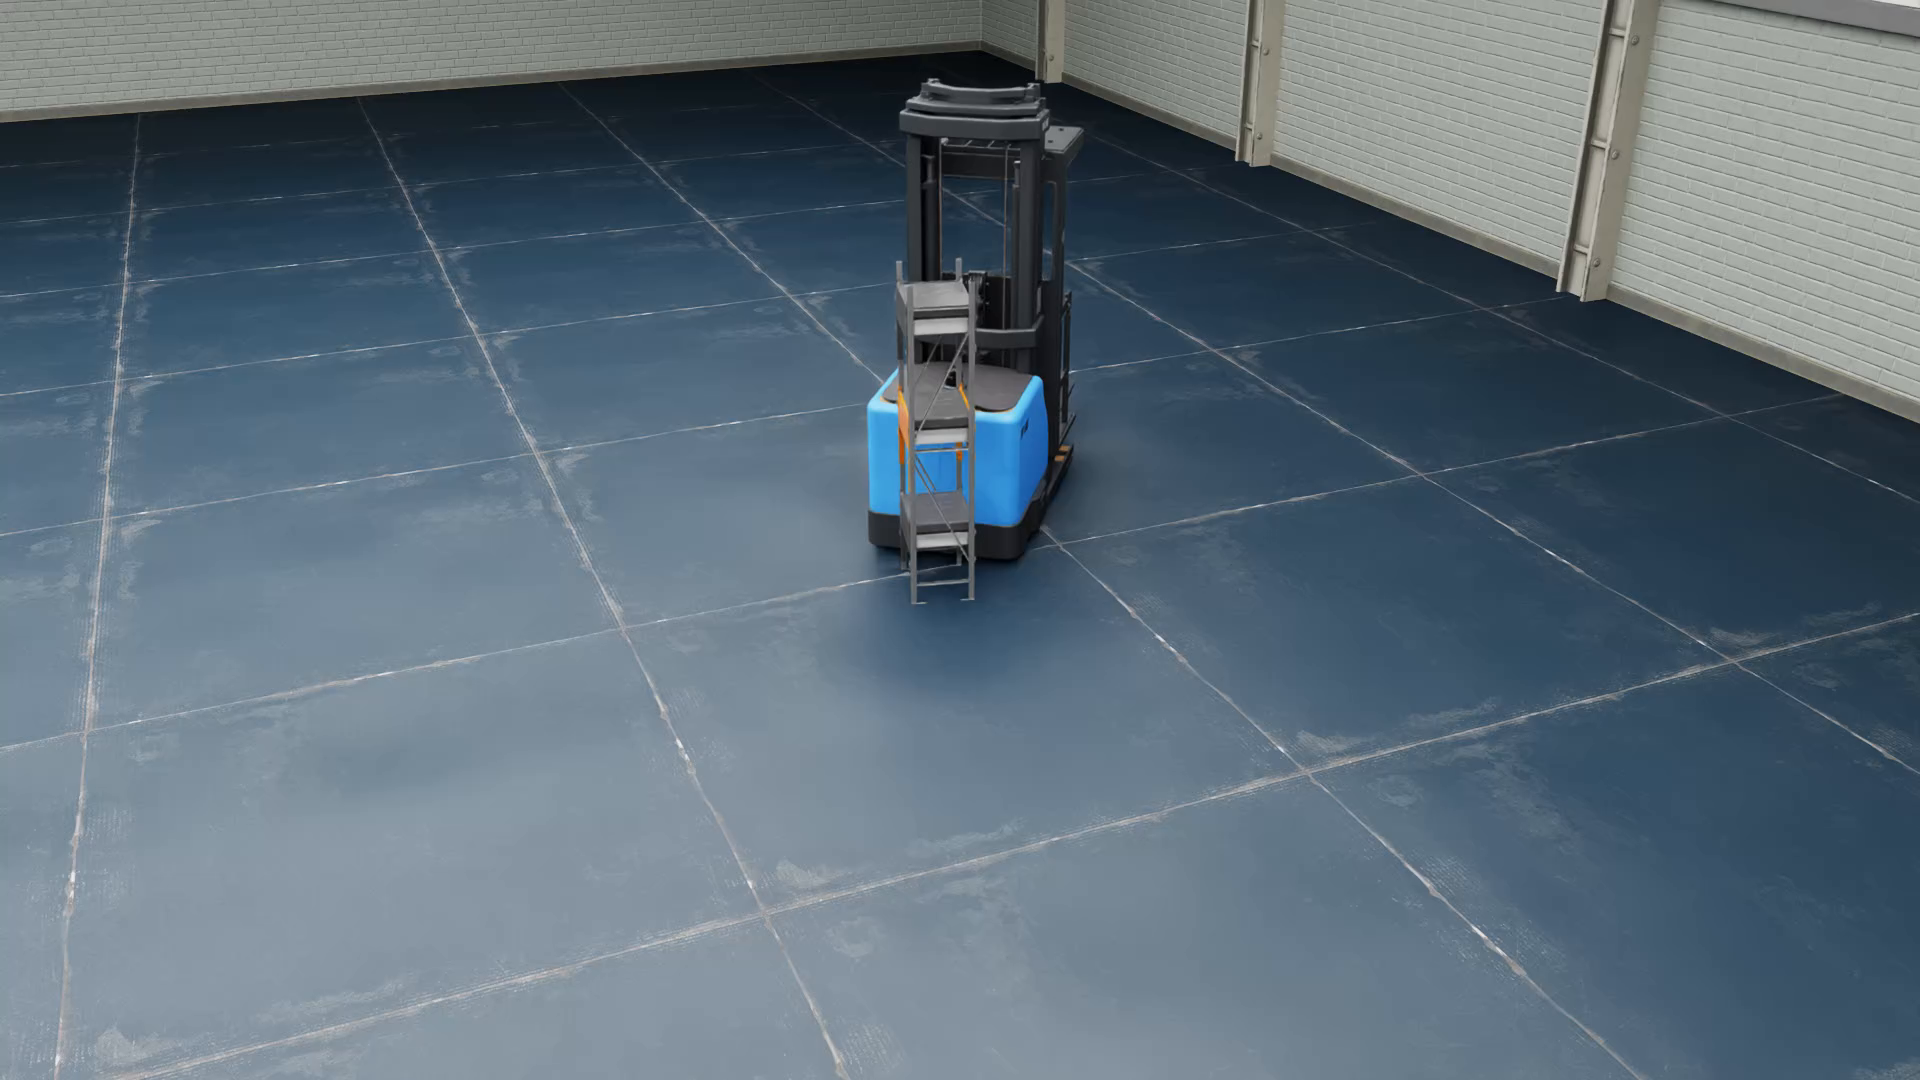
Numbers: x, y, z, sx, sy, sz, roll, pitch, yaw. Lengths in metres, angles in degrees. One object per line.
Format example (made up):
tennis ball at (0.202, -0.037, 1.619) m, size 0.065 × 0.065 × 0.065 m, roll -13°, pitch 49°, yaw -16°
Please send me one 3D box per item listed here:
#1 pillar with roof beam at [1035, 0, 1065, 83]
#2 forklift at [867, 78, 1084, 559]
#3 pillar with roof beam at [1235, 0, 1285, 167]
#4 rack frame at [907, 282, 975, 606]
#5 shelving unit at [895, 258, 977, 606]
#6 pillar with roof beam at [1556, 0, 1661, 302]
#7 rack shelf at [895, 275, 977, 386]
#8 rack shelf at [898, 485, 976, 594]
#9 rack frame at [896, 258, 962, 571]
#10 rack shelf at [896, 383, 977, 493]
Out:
pillar with roof beam at (-2.551, -10.563, 22.774) m, size 9.100 × 9.000 × 0.400 m, roll -11°, pitch 28°, yaw -21°
forklift at (0.235, -1.814, 11.770) m, size 1.130 × 2.935 × 3.031 m, roll 6°, pitch 27°, yaw 13°
pillar with roof beam at (-0.202, -8.141, 17.813) m, size 9.100 × 9.000 × 0.400 m, roll -11°, pitch 28°, yaw -21°
rack frame at (-0.109, -0.543, 10.116) m, size 0.400 × 2.100 × 0.015 m, roll -4°, pitch 26°, yaw -8°
shelving unit at (-0.148, -0.649, 10.332) m, size 0.431 × 2.100 × 0.503 m, roll -4°, pitch 26°, yaw -8°
pillar with roof beam at (2.148, -5.719, 12.852) m, size 9.100 × 9.000 × 0.400 m, roll -11°, pitch 28°, yaw -21°
rack shelf at (-0.148, -1.266, 10.031) m, size 0.431 × 0.518 × 0.480 m, roll -4°, pitch 26°, yaw -8°
rack shelf at (-0.148, -0.008, 10.645) m, size 0.431 × 0.518 × 0.480 m, roll -4°, pitch 26°, yaw -8°
rack frame at (-0.188, -0.755, 10.549) m, size 0.400 × 2.100 × 0.015 m, roll -4°, pitch 26°, yaw -8°
rack shelf at (-0.148, -0.637, 10.338) m, size 0.431 × 0.518 × 0.480 m, roll -4°, pitch 26°, yaw -8°
